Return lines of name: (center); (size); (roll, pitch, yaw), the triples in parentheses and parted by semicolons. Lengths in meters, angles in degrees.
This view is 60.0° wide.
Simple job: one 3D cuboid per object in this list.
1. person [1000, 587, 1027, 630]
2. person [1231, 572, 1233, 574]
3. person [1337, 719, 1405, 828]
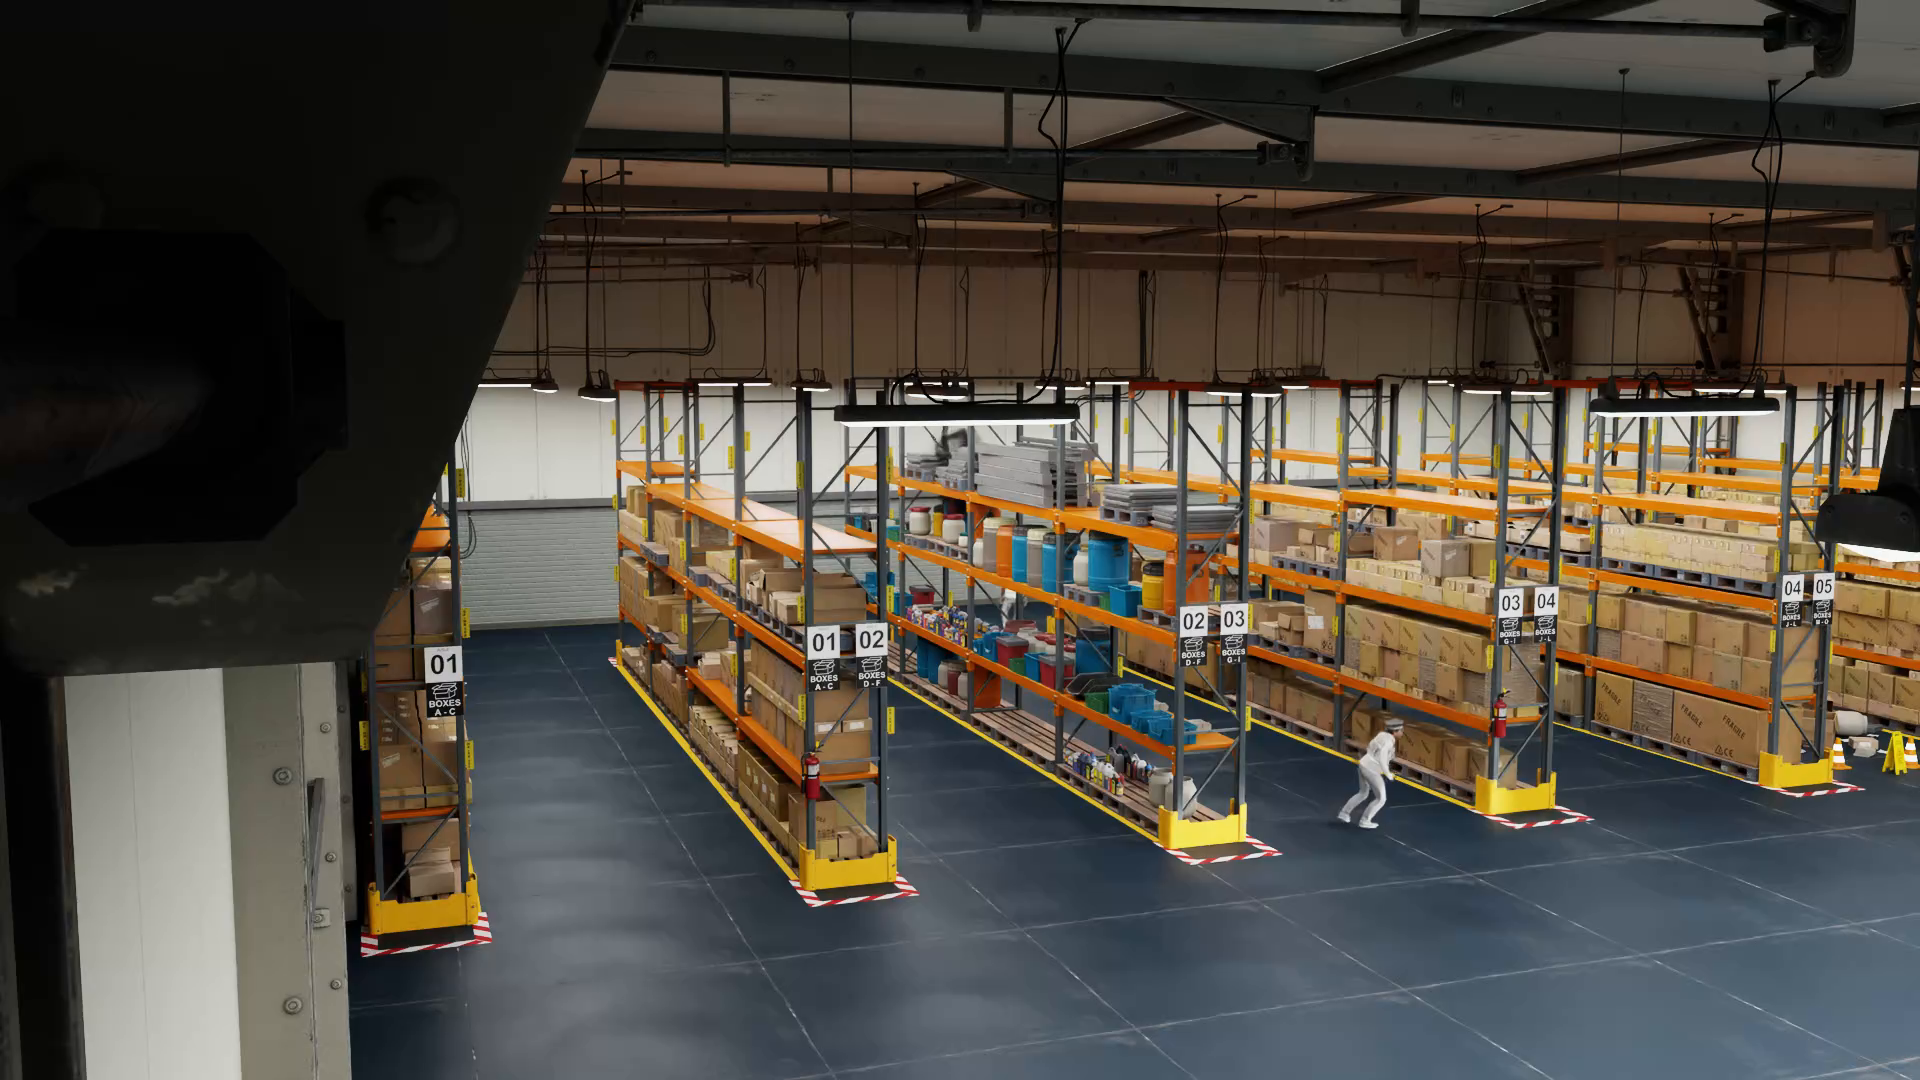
person: (1.217, 1.358, 38.759); (0.715, 1.761, 0.577); (0, 6, 1)
person: (6.174, 1.496, 38.378); (0.570, 1.556, 0.496); (-2, 6, -18)
person: (5.604, 3.184, 22.671); (0.833, 1.520, 0.610); (-1, 6, -5)
